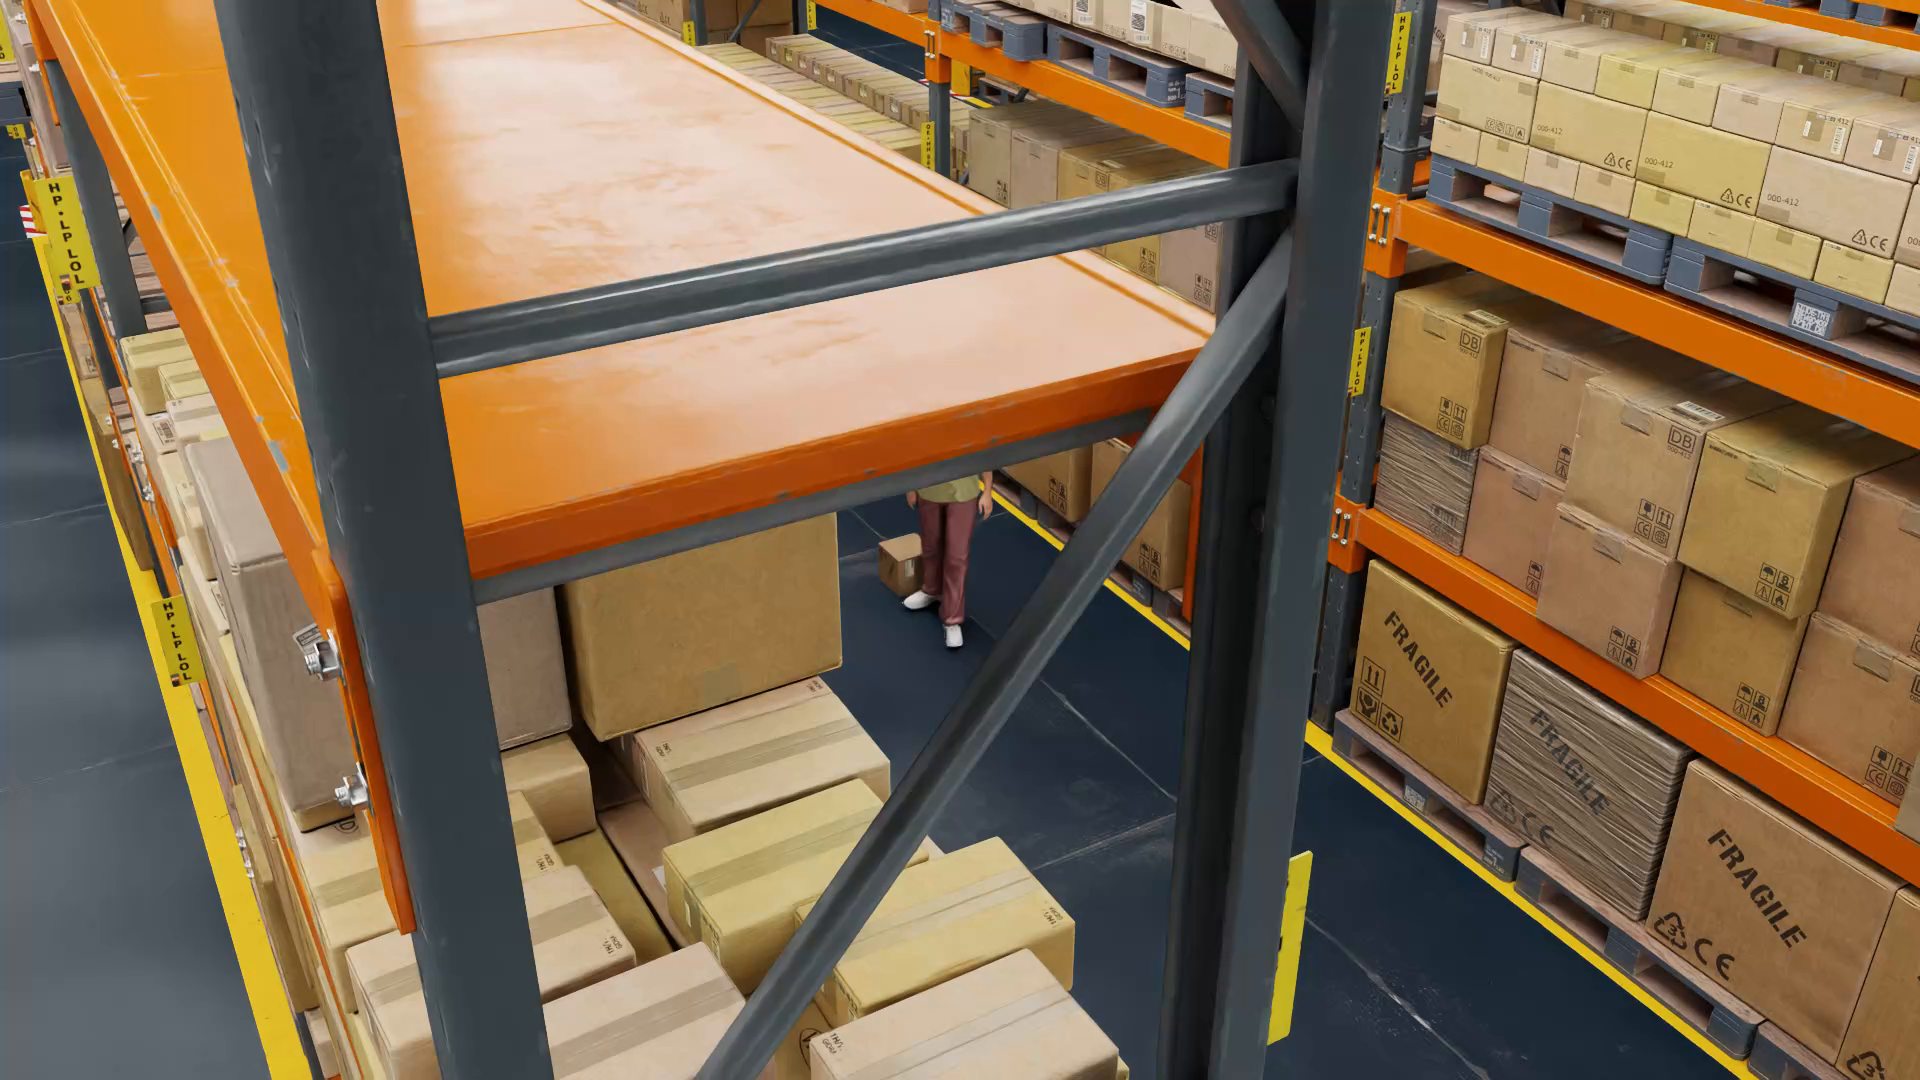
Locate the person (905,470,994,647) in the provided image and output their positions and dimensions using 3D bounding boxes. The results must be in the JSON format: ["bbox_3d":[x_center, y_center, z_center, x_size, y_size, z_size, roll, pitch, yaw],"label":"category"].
[{"bbox_3d":[-0.078,-0.258,9.022,0.525,1.666,0.558,7,30,12],"label":"person"}]
